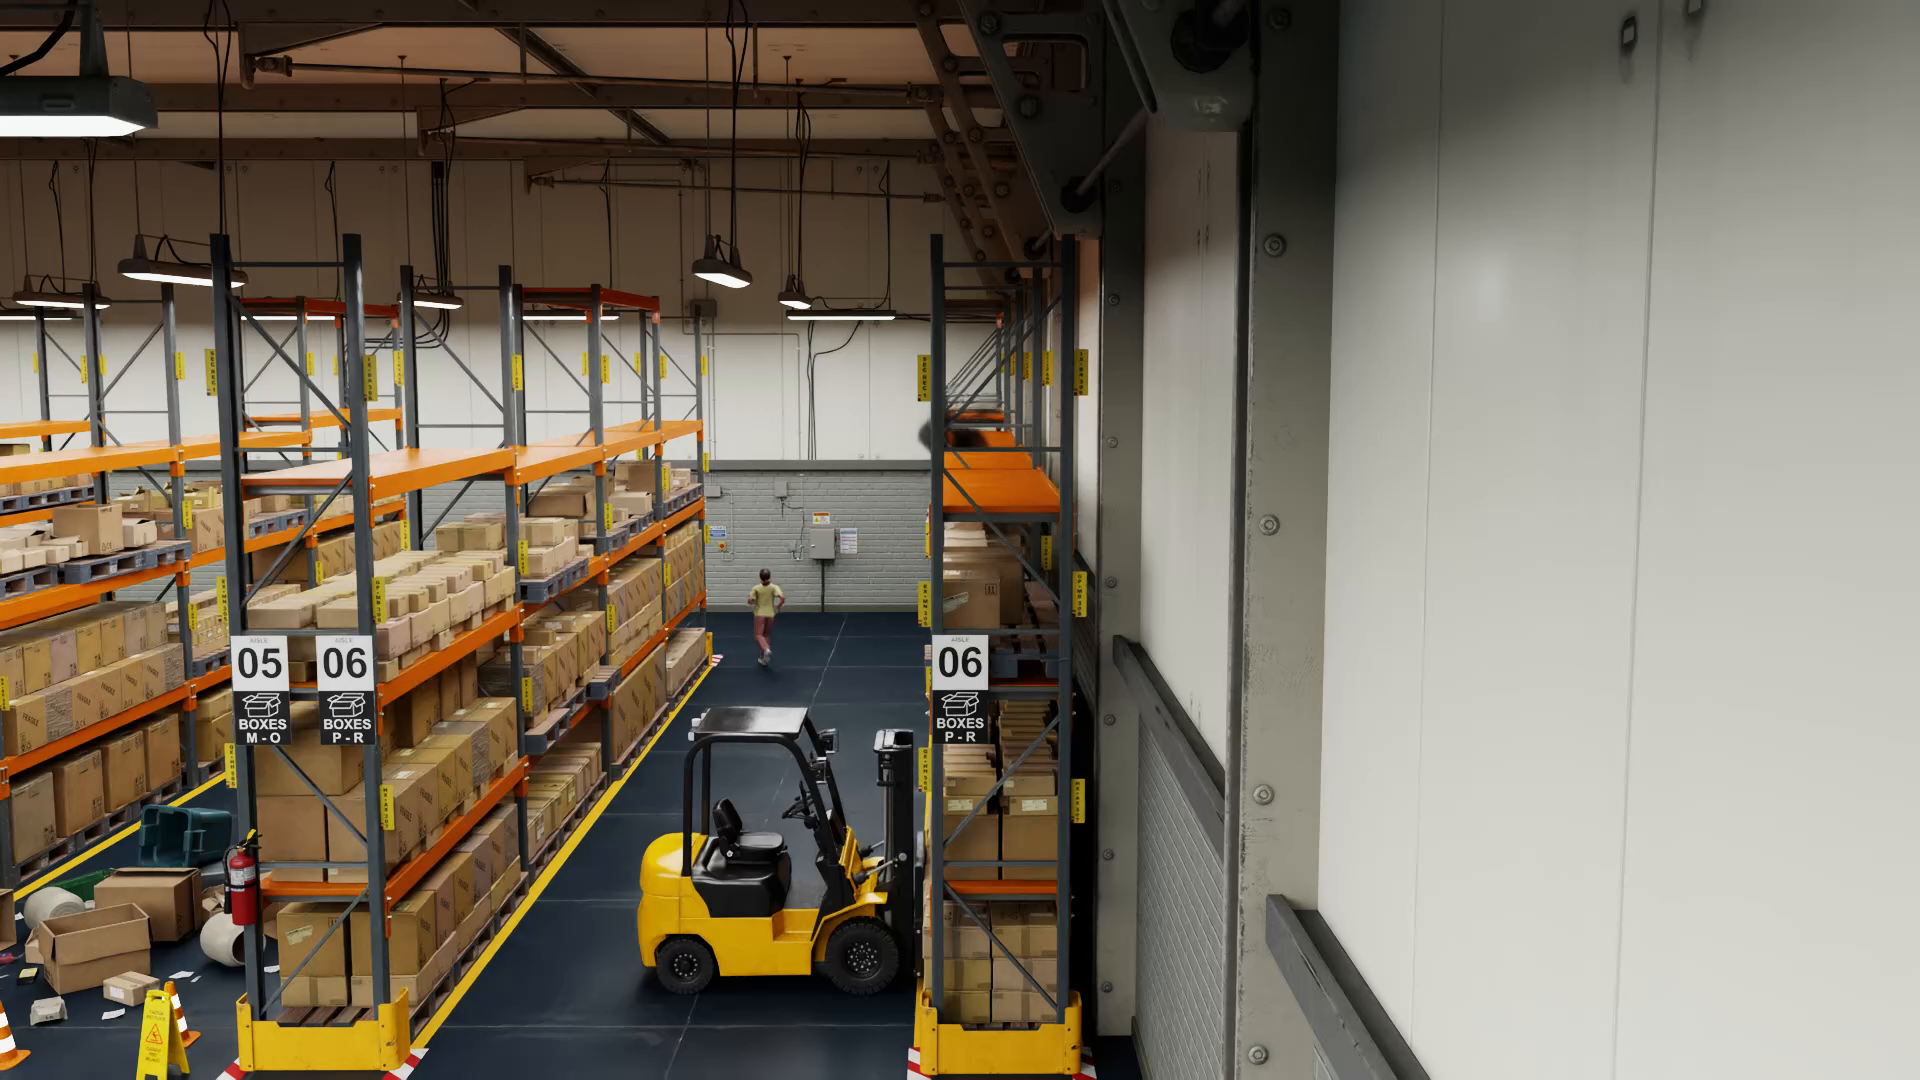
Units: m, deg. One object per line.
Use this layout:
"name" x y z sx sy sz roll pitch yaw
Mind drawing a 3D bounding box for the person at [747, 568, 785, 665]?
"person" -3.226 1.292 27.640 0.602 1.650 0.862 -2 7 -20
